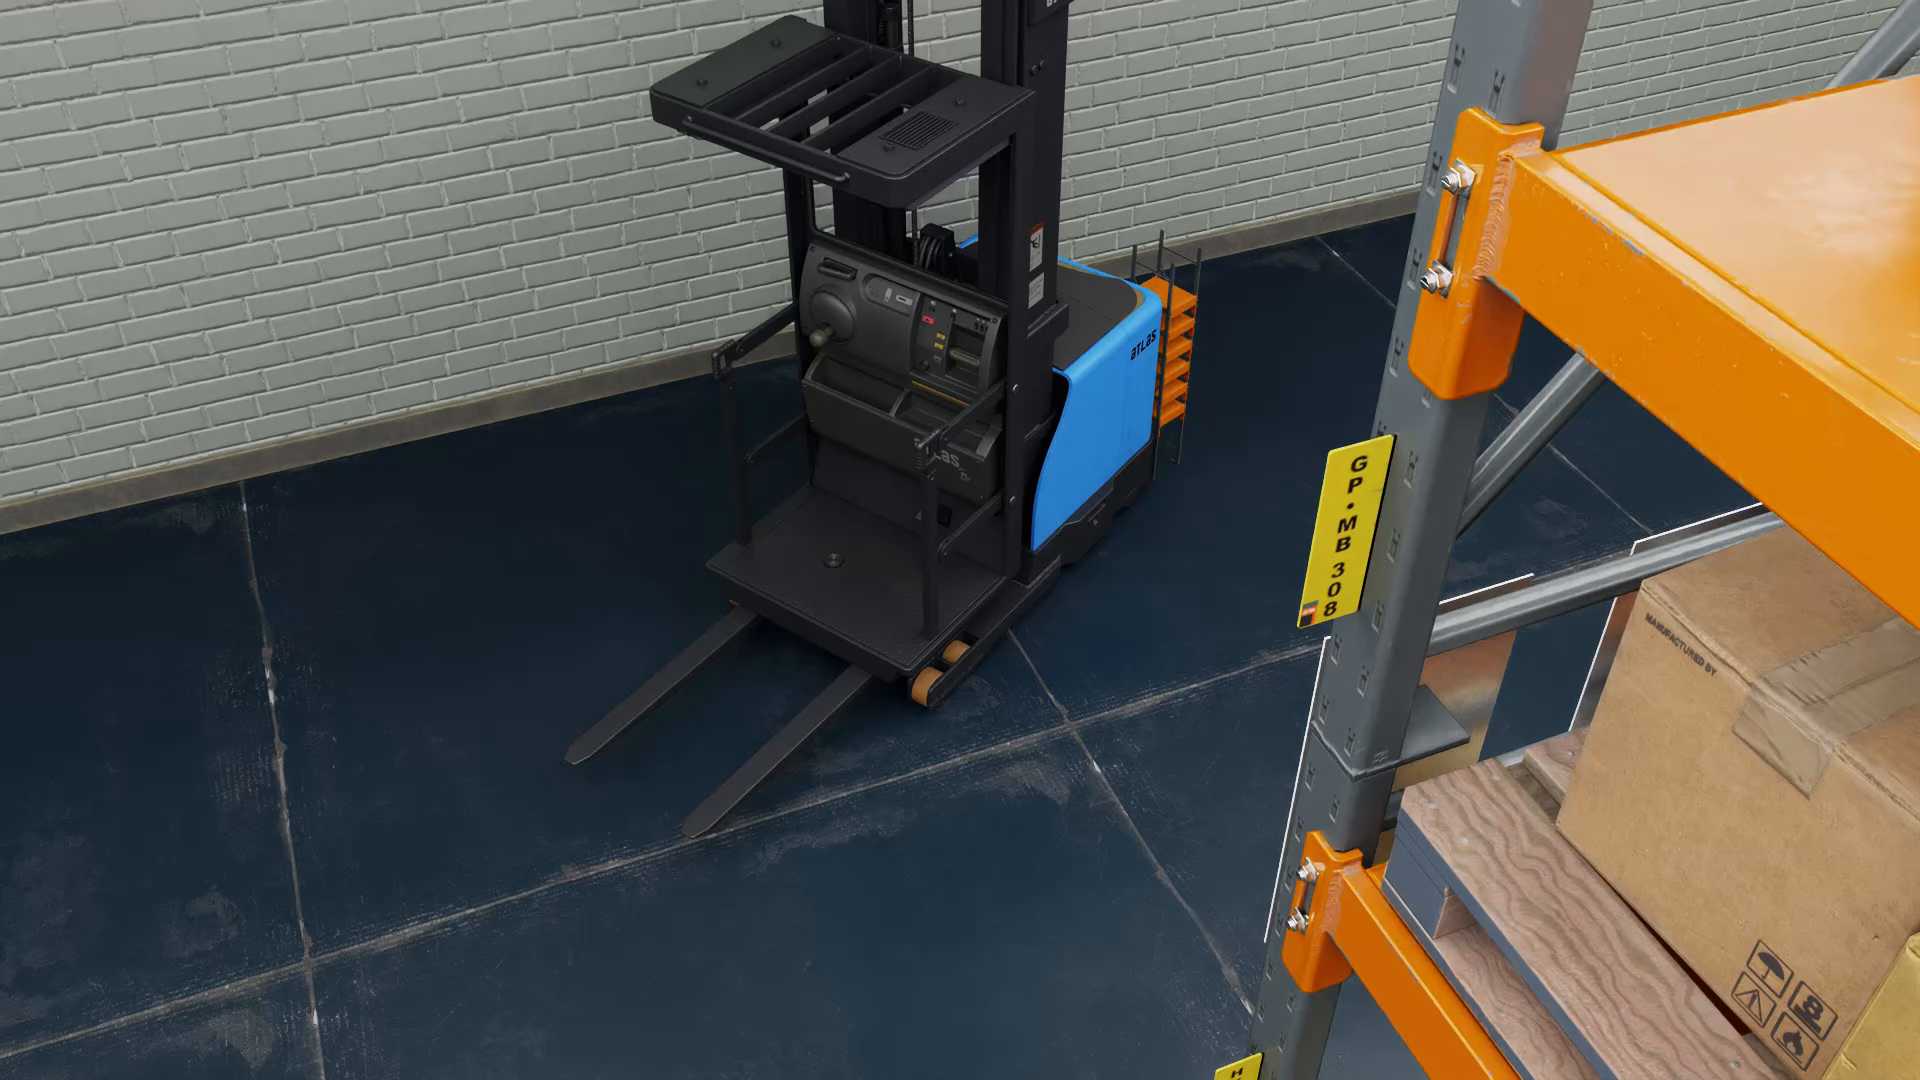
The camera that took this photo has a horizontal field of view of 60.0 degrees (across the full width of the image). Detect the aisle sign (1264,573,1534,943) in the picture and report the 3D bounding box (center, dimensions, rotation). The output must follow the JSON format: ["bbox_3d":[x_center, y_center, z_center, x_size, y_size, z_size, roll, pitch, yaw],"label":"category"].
[{"bbox_3d":[0.751,0.403,2.905,0.394,0.787,0.004,-15,43,-17],"label":"aisle sign"}]

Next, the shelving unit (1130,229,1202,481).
[{"bbox_3d":[0.916,-0.838,7.723,0.189,1.200,0.258,-32,50,-32],"label":"shelving unit"}]

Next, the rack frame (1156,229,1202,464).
[{"bbox_3d":[0.982,-0.880,7.771,0.006,1.200,0.240,-32,50,-32],"label":"rack frame"}]

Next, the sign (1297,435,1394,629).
[{"bbox_3d":[0.541,-0.007,2.344,0.100,0.325,0.005,-15,43,-17],"label":"sign"}]

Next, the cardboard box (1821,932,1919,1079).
[{"bbox_3d":[1.408,0.654,1.832,0.700,0.500,0.500,-17,43,-18],"label":"cardboard box"}]

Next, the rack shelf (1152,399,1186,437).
[{"bbox_3d":[0.916,-0.623,7.909,0.180,0.103,0.258,-32,50,-32],"label":"rack shelf"}]

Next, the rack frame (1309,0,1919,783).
[{"bbox_3d":[1.056,-0.917,1.834,1.000,3.000,0.127,-15,43,-17],"label":"rack frame"}]

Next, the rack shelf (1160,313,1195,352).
[{"bbox_3d":[0.916,-0.987,7.596,0.180,0.103,0.258,-32,50,-32],"label":"rack shelf"}]

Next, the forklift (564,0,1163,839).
[{"bbox_3d":[-0.363,-0.782,6.330,1.130,2.935,3.031,25,47,26],"label":"forklift"}]

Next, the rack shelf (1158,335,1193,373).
[{"bbox_3d":[0.916,-0.896,7.674,0.180,0.103,0.258,-32,50,-32],"label":"rack shelf"}]

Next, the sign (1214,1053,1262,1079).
[{"bbox_3d":[0.541,1.134,3.325,0.100,0.325,0.005,-15,43,-17],"label":"sign"}]

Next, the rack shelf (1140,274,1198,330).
[{"bbox_3d":[0.916,-1.078,7.518,0.180,0.103,0.258,-32,50,-32],"label":"rack shelf"}]

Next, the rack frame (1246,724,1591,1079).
[{"bbox_3d":[1.056,1.357,3.790,1.000,3.000,0.127,-15,43,-17],"label":"rack frame"}]

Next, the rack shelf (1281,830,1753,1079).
[{"bbox_3d":[1.821,1.698,1.645,1.077,0.370,4.000,-15,43,-17],"label":"rack shelf"}]

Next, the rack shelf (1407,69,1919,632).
[{"bbox_3d":[1.821,0.712,0.798,1.077,0.370,4.000,-15,43,-17],"label":"rack shelf"}]

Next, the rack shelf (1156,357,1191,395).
[{"bbox_3d":[0.916,-0.805,7.752,0.180,0.103,0.258,-32,50,-32],"label":"rack shelf"}]

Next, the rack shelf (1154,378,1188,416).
[{"bbox_3d":[0.916,-0.714,7.831,0.180,0.103,0.258,-32,50,-32],"label":"rack shelf"}]

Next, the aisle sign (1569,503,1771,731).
[{"bbox_3d":[1.305,0.253,3.080,0.394,0.787,0.004,-15,43,-17],"label":"aisle sign"}]

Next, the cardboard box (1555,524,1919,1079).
[{"bbox_3d":[1.304,0.285,2.261,0.700,0.500,0.500,-18,44,-19],"label":"cardboard box"}]

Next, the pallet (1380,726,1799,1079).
[{"bbox_3d":[1.349,0.698,2.324,1.003,0.211,1.213,-15,43,-17],"label":"pallet"}]

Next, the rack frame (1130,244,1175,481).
[{"bbox_3d":[0.850,-0.797,7.675,0.006,1.200,0.240,-32,50,-32],"label":"rack frame"}]
